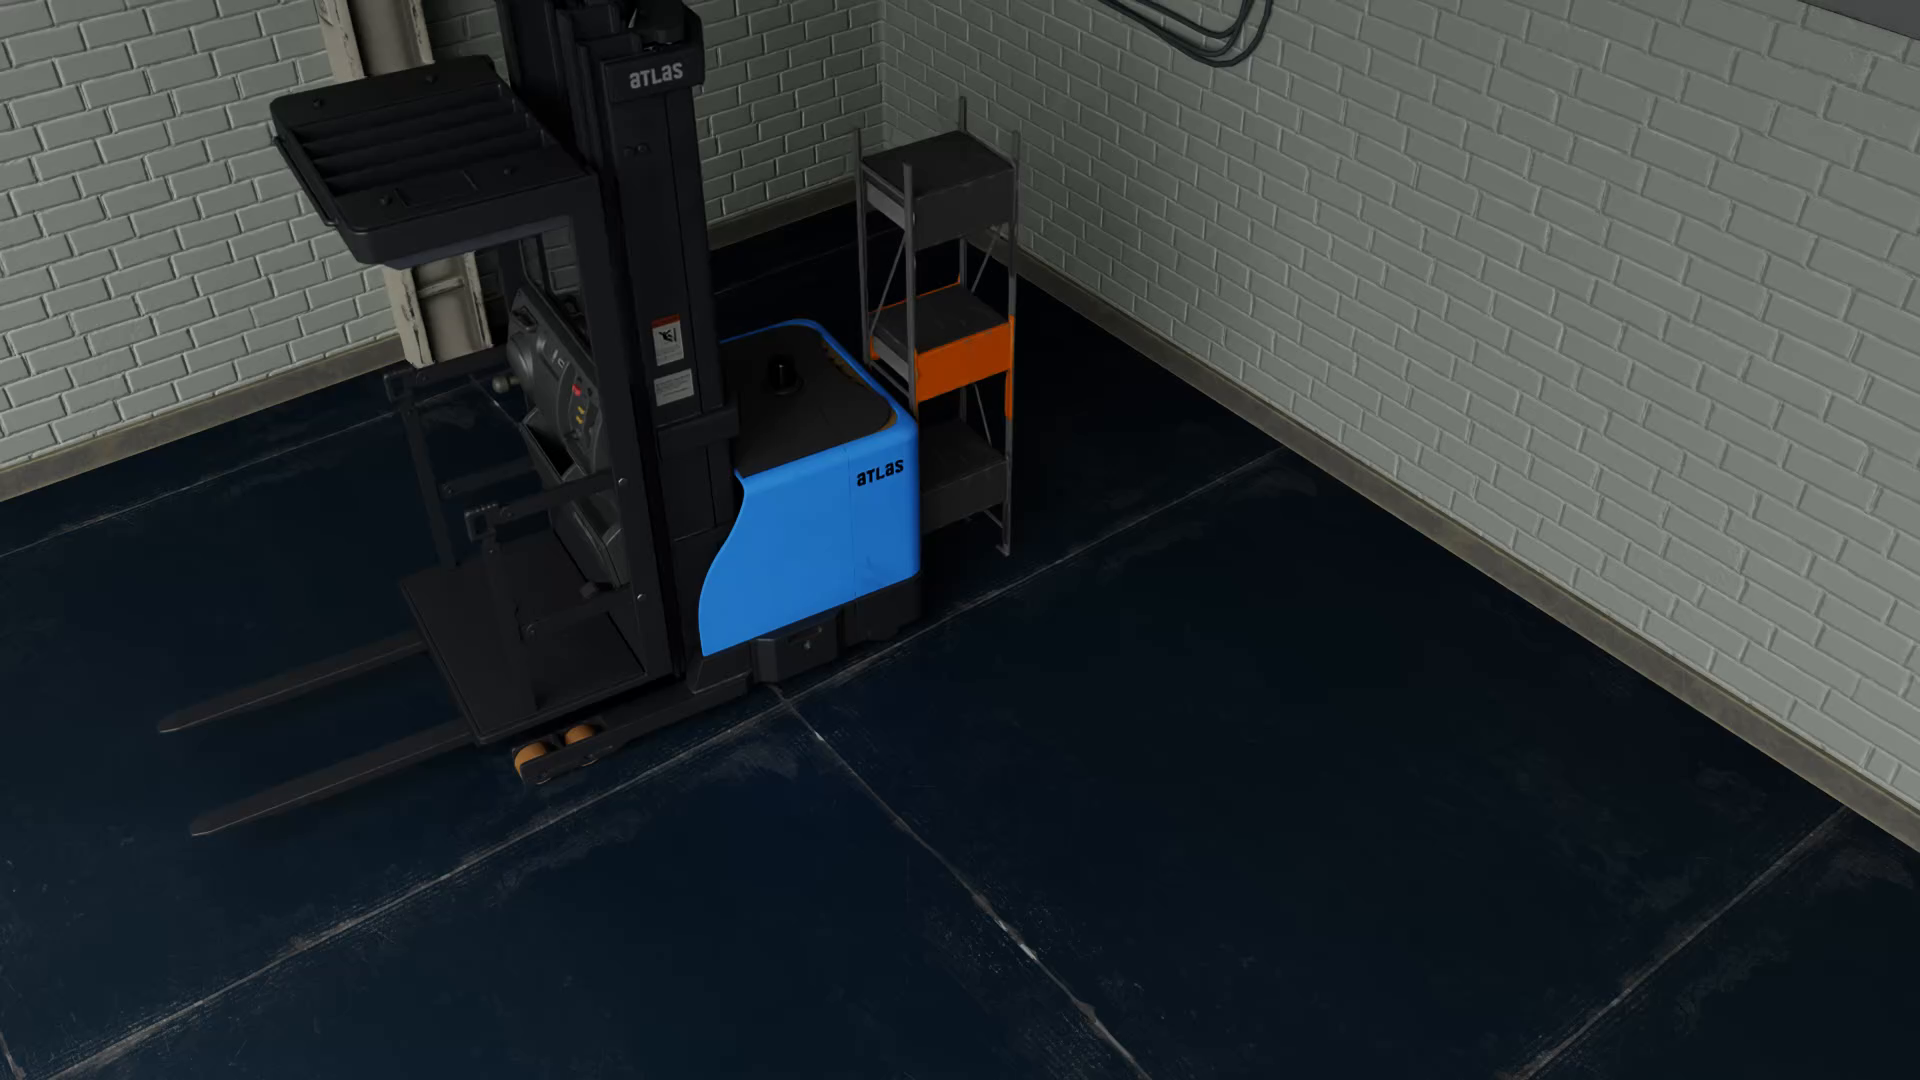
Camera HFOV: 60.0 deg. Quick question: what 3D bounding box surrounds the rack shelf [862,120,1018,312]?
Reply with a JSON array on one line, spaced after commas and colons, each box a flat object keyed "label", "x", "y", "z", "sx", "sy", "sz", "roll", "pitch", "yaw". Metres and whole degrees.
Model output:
[{"label": "rack shelf", "x": -0.090, "y": -1.286, "z": 6.580, "sx": 0.480, "sy": 0.518, "sz": 0.431, "roll": -23, "pitch": 44, "yaw": -25}]

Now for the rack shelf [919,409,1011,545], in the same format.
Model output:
[{"label": "rack shelf", "x": -0.090, "y": -0.204, "z": 7.468, "sx": 0.480, "sy": 0.518, "sz": 0.431, "roll": -23, "pitch": 44, "yaw": -25}]

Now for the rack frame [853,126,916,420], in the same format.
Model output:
[{"label": "rack frame", "x": -0.294, "y": -0.670, "z": 6.911, "sx": 0.015, "sy": 2.100, "sz": 0.400, "roll": -23, "pitch": 44, "yaw": -25}]

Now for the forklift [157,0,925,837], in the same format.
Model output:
[{"label": "forklift", "x": -1.681, "y": -0.552, "z": 6.112, "sx": 3.031, "sy": 2.935, "sz": 1.130, "roll": -21, "pitch": 44, "yaw": -23}]

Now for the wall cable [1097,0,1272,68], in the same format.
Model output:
[{"label": "wall cable", "x": 0.394, "y": -3.744, "z": 7.667, "sx": 0.112, "sy": 2.526, "sz": 3.097, "roll": -26, "pitch": 46, "yaw": -28}]

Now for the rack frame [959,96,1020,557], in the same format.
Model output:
[{"label": "rack frame", "x": 0.113, "y": -0.841, "z": 7.119, "sx": 0.015, "sy": 2.100, "sz": 0.400, "roll": -23, "pitch": 44, "yaw": -25}]

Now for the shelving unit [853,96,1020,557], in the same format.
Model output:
[{"label": "shelving unit", "x": -0.090, "y": -0.755, "z": 7.015, "sx": 0.503, "sy": 2.100, "sz": 0.431, "roll": -23, "pitch": 44, "yaw": -25}]

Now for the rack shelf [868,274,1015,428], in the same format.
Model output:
[{"label": "rack shelf", "x": -0.090, "y": -0.745, "z": 7.024, "sx": 0.480, "sy": 0.518, "sz": 0.431, "roll": -23, "pitch": 44, "yaw": -25}]

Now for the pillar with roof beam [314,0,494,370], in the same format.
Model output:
[{"label": "pillar with roof beam", "x": -0.124, "y": -2.306, "z": 3.466, "sx": 0.400, "sy": 9.000, "sz": 9.100, "roll": -26, "pitch": 46, "yaw": -28}]
